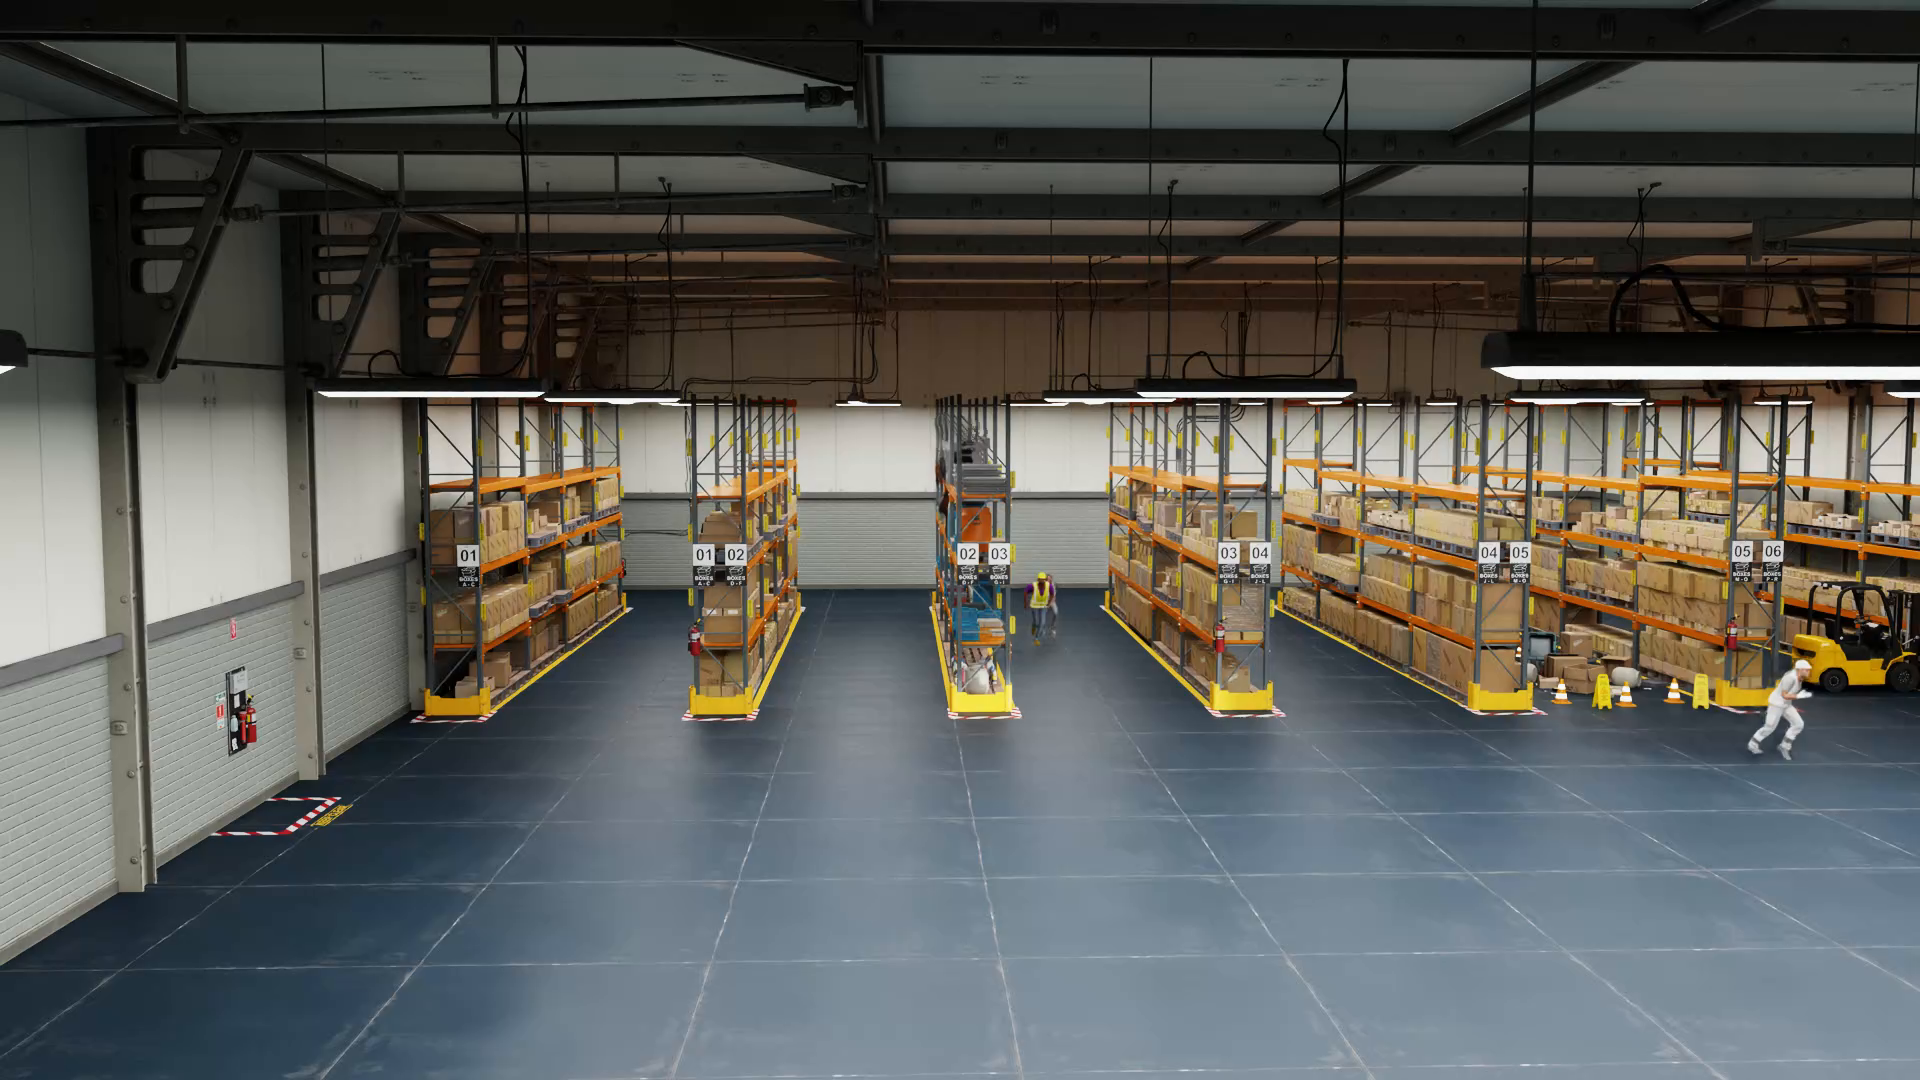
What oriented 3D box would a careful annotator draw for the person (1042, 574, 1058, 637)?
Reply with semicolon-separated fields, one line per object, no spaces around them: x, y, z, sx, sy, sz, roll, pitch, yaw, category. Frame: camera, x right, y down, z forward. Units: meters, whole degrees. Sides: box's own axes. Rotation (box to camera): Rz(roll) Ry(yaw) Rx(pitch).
2.120;1.582;40.512;0.510;1.506;1.021;-1;5;-9;person

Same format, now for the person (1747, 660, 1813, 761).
13.441;2.767;27.208;0.706;1.692;0.996;-4;6;-43;person

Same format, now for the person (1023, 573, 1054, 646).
1.823;1.582;38.400;0.684;1.699;0.780;-1;5;-15;person

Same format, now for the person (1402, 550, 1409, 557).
13.097;0.987;49.171;0.629;1.755;0.649;0;4;2;person
